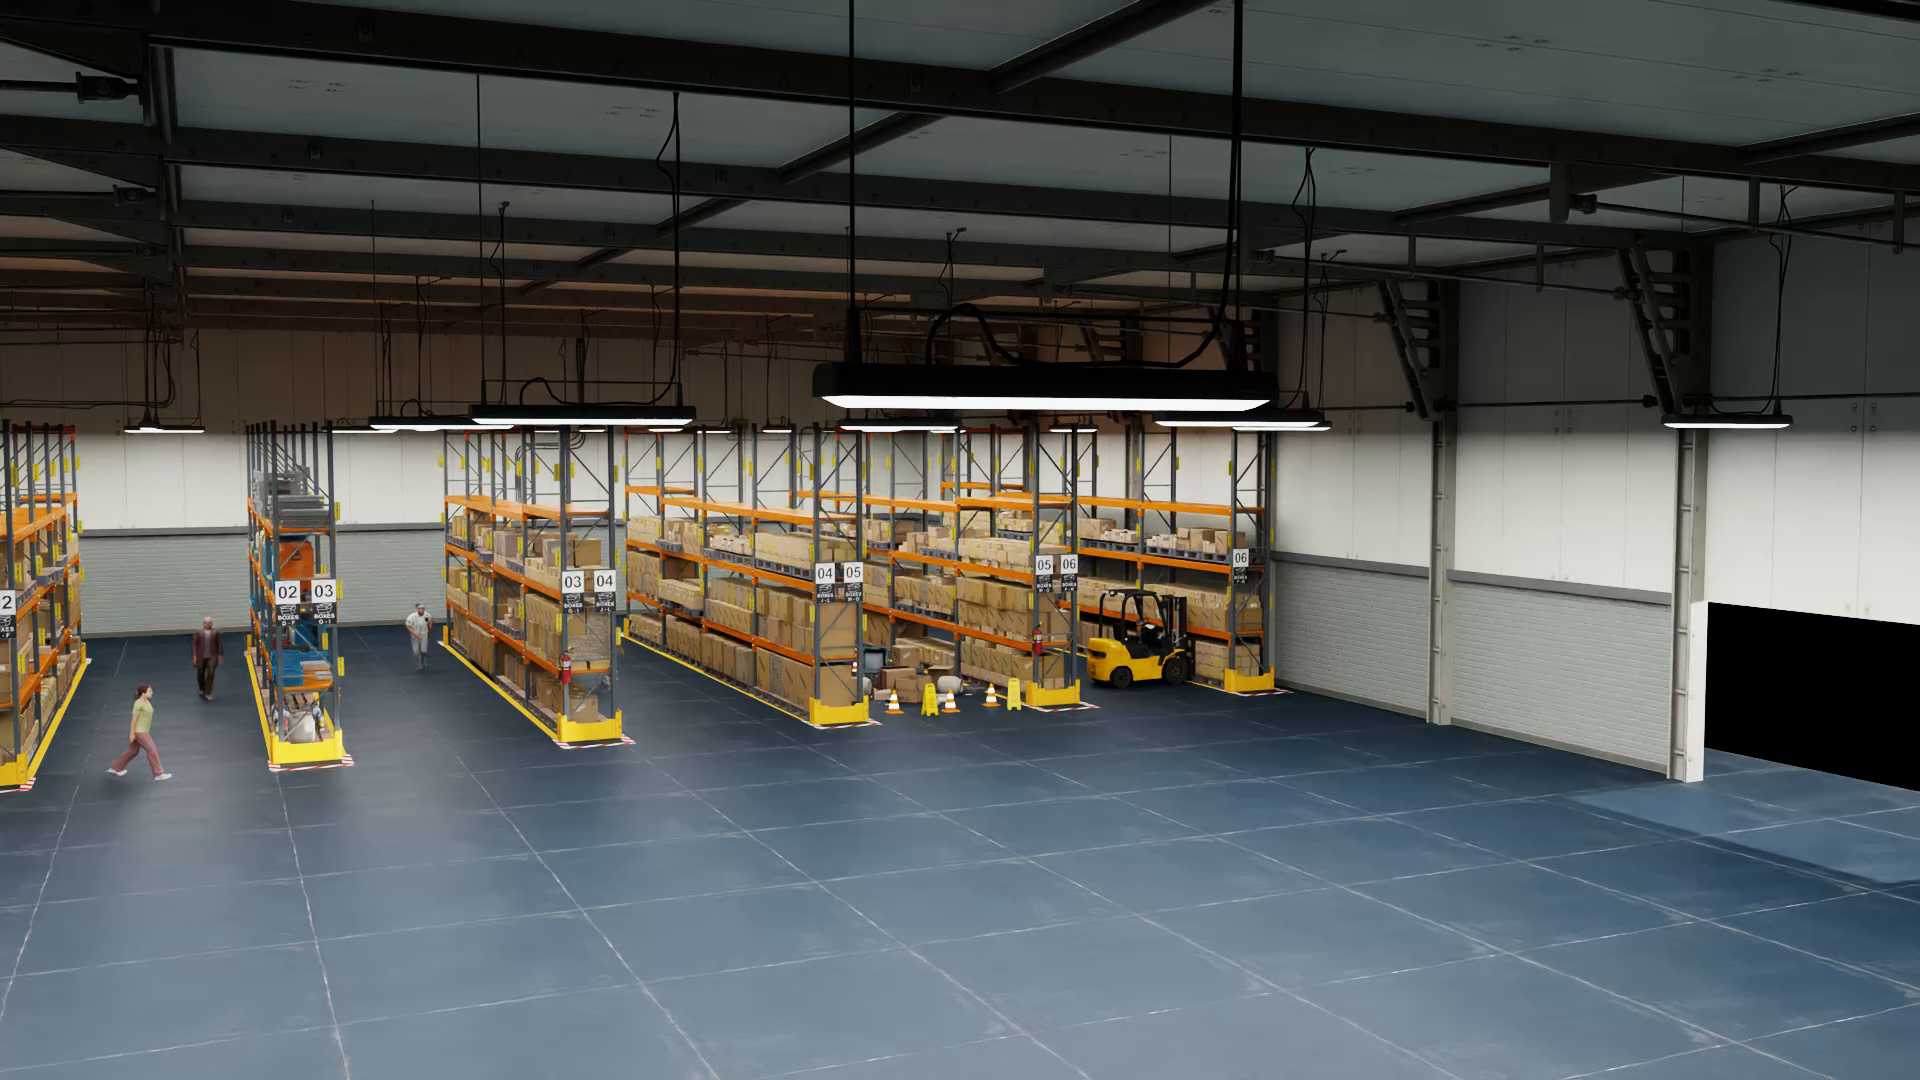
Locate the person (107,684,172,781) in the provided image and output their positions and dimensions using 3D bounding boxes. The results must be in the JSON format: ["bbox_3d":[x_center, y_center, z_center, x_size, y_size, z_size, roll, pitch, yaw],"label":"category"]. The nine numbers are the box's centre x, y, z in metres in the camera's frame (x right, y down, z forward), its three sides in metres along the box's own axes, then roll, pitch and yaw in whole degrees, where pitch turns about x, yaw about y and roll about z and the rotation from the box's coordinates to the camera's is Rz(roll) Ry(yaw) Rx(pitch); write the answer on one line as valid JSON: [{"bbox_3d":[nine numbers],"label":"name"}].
[{"bbox_3d":[-13.646,3.187,27.649,1.099,1.610,0.456,0,4,-5],"label":"person"}]

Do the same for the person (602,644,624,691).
[{"bbox_3d":[-7.936,2.505,37.443,0.694,1.705,1.079,-2,4,-34],"label":"person"}]

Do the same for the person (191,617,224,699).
[{"bbox_3d":[-16.502,2.597,36.462,0.675,1.816,0.728,-2,4,-30],"label":"person"}]

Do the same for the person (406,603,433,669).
[{"bbox_3d":[-13.220,2.344,40.664,0.618,1.684,0.736,-1,4,-16],"label":"person"}]
